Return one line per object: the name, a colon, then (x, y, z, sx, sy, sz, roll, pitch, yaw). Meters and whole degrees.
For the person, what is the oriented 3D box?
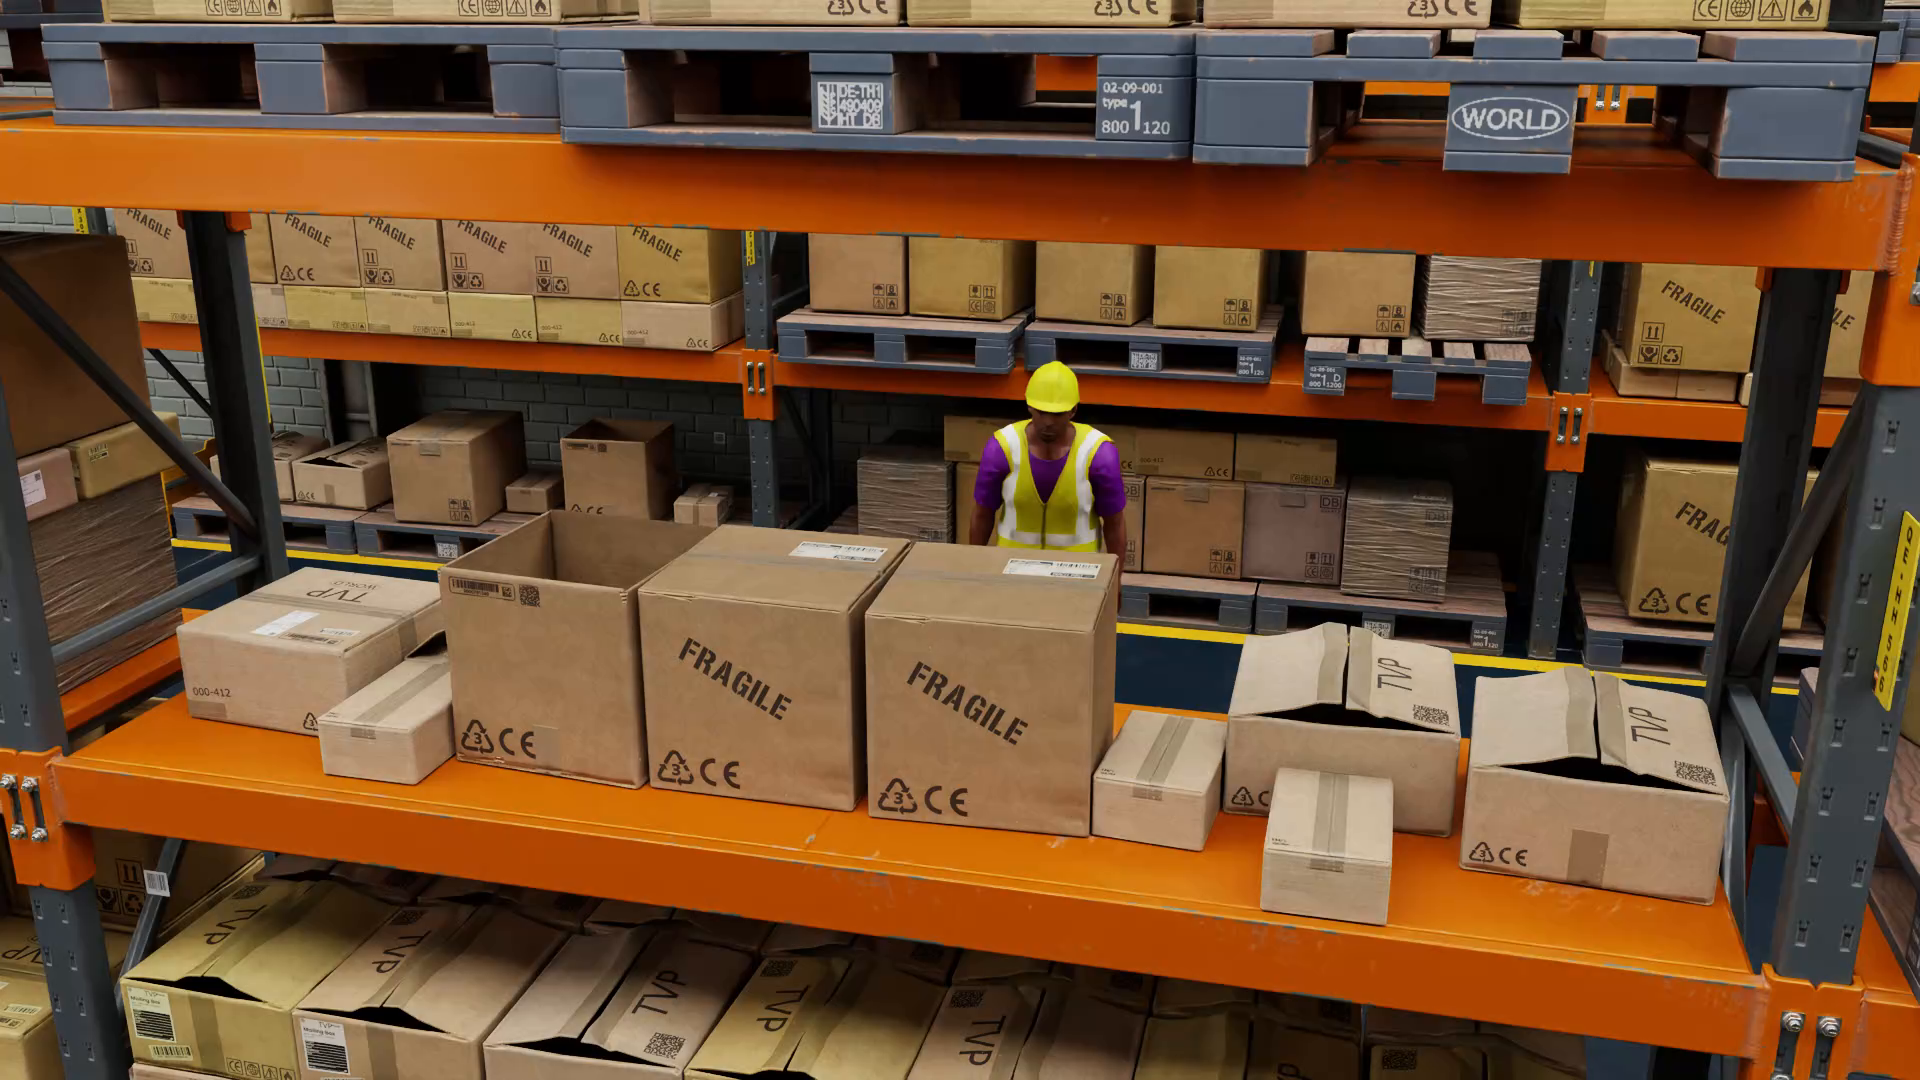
person: (0.335, 0.148, 6.577, 0.629, 1.759, 0.460, 3, 18, 10)
